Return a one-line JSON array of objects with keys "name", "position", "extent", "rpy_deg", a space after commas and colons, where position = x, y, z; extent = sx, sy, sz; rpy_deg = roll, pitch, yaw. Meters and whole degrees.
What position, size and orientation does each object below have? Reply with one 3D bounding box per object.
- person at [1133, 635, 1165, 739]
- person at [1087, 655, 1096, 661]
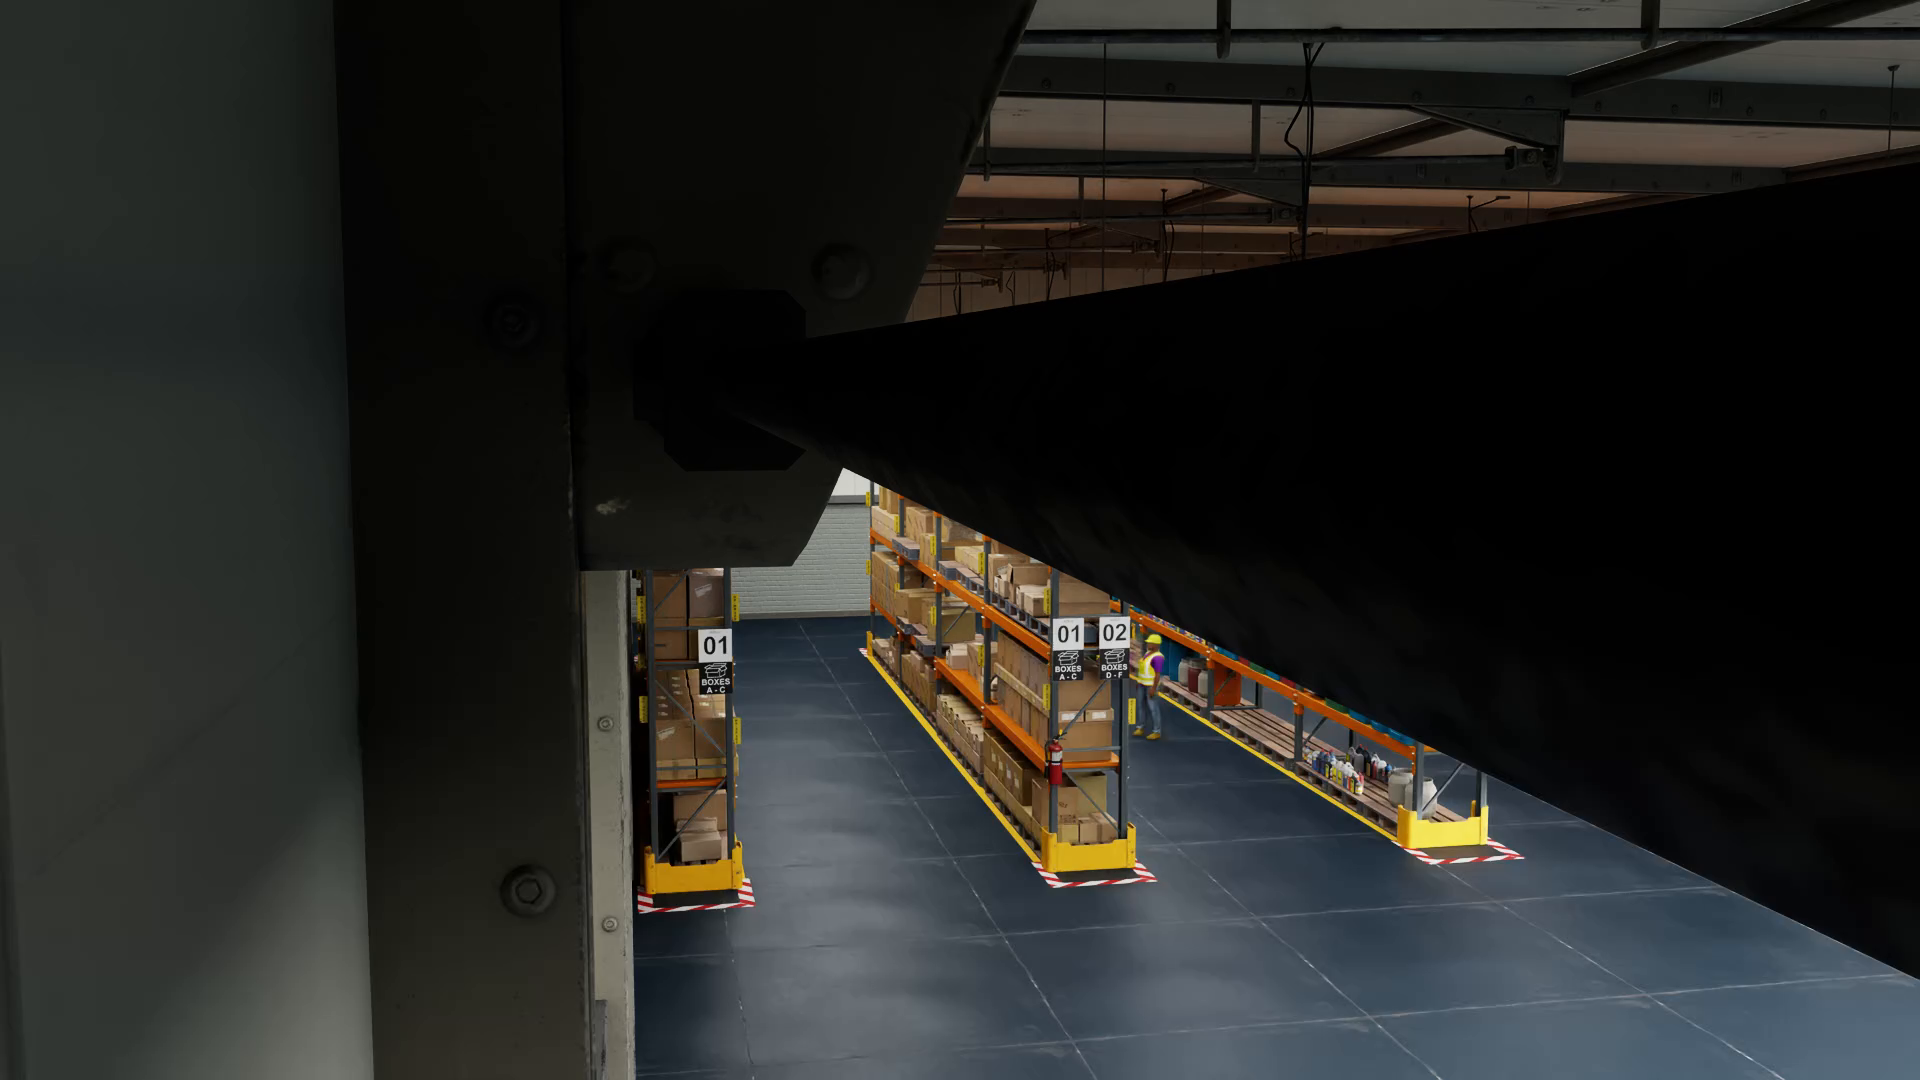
[{"name": "person", "position": [3.226, 2.485, 28.439], "extent": [0.488, 1.753, 0.640], "rpy_deg": [-4, 7, -31]}, {"name": "person", "position": [2.505, 1.998, 33.320], "extent": [0.598, 1.734, 1.105], "rpy_deg": [2, 6, 15]}]
